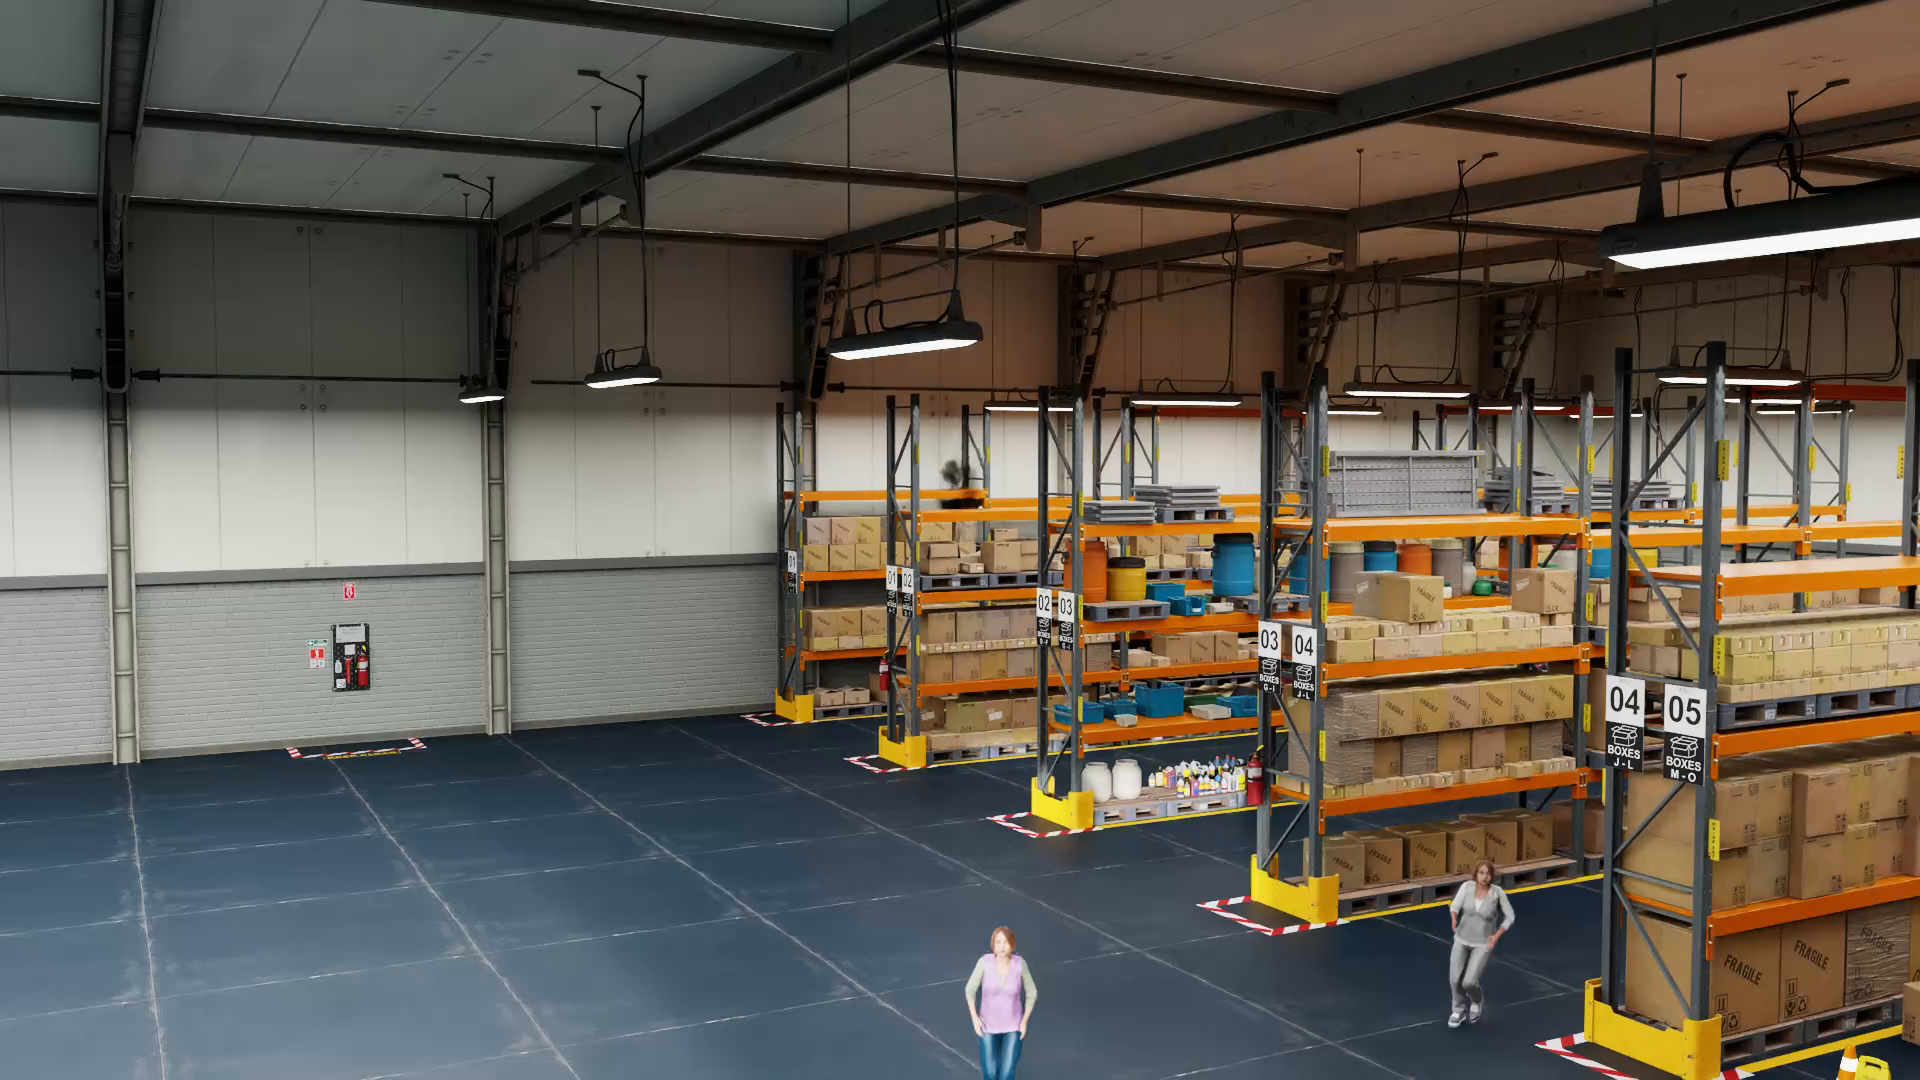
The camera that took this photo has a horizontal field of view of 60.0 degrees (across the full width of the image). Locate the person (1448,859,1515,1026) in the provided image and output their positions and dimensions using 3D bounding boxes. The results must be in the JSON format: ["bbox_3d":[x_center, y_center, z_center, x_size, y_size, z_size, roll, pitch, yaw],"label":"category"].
[{"bbox_3d":[4.547,3.570,14.645,0.542,1.534,0.497,2,4,37],"label":"person"}]

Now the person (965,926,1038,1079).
[{"bbox_3d":[0.312,3.679,12.586,0.549,1.568,0.552,0,3,4],"label":"person"}]
